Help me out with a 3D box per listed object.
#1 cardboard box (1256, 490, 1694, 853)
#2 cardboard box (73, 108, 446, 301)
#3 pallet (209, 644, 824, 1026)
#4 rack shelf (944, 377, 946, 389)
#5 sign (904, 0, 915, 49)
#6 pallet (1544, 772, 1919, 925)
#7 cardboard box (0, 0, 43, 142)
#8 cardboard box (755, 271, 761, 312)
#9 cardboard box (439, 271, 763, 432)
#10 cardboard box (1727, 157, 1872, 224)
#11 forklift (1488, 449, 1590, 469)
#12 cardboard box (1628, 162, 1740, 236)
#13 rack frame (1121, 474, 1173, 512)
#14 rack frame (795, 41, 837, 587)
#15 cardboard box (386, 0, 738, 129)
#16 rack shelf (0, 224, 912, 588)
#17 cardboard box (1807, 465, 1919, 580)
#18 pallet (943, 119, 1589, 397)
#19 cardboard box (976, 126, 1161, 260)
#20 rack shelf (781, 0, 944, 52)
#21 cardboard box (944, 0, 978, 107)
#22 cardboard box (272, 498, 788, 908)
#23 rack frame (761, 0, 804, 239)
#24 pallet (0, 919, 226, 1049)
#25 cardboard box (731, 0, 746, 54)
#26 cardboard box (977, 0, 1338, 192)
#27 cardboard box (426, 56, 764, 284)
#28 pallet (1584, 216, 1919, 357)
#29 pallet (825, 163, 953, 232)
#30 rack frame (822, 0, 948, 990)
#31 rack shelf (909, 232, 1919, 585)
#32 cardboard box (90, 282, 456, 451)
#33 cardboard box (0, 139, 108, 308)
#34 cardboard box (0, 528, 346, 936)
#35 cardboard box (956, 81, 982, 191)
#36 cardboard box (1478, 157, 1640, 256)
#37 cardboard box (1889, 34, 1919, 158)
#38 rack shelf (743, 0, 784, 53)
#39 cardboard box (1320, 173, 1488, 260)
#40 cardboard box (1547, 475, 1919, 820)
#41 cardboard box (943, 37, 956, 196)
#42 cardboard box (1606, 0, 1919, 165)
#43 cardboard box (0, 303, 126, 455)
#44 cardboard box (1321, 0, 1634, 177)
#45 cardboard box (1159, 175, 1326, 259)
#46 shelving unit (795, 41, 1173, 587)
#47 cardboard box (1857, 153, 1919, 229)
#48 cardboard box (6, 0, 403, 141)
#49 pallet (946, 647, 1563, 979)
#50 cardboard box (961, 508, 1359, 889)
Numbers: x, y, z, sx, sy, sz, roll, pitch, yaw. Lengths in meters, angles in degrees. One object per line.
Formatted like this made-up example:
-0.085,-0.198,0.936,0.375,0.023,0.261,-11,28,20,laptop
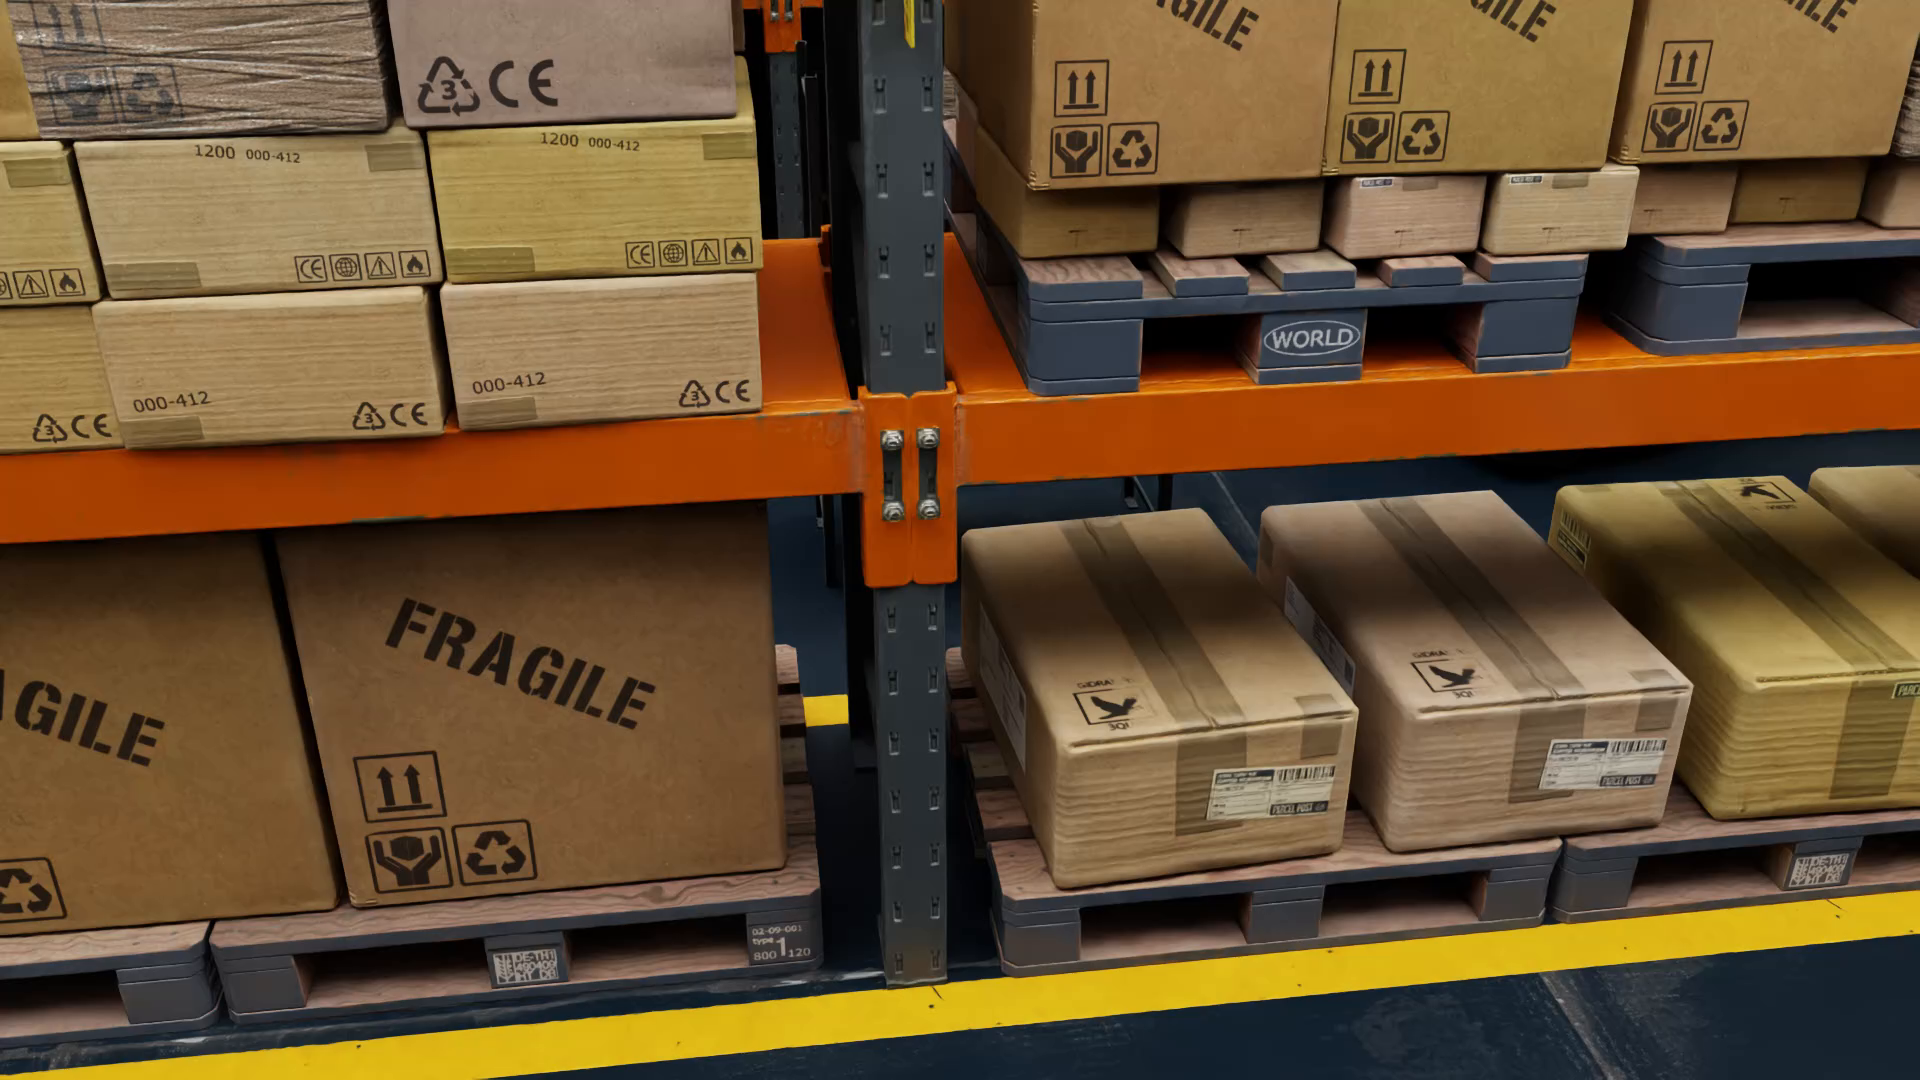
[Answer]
1.133,0.266,3.864,0.625,0.372,0.950,-4,27,-8,cardboard box
-1.109,-0.610,2.770,0.500,0.250,0.500,-4,27,-8,cardboard box
-0.949,0.622,3.806,1.213,0.211,1.003,-4,27,-7,pallet
0.084,-0.513,5.000,1.000,0.185,0.538,-4,27,-7,rack shelf
-0.077,-0.899,2.447,0.005,0.325,0.100,-4,27,-7,sign
1.822,0.481,4.081,1.213,0.211,1.003,-4,27,-7,pallet
-1.633,-0.908,2.528,0.500,0.500,0.500,-4,27,-7,cardboard box
-0.677,-0.650,3.396,0.500,0.250,0.500,-4,27,-8,cardboard box
-0.622,-0.418,2.943,0.500,0.250,0.500,-5,28,-9,cardboard box
1.529,-0.740,3.221,0.250,0.149,0.380,-3,27,-5,cardboard box
2.951,-2.009,5.955,3.031,2.935,1.130,-13,30,-24,forklift
1.255,-0.704,3.152,0.250,0.149,0.380,-2,27,-4,cardboard box
0.588,-0.705,4.981,0.032,1.500,0.500,-4,27,-7,rack frame
-0.419,-0.640,4.855,0.032,1.500,0.500,-4,27,-7,rack frame
-0.633,-0.972,2.655,0.500,0.500,0.500,-4,27,-9,cardboard box
-2.138,-0.187,3.117,4.000,0.370,1.077,-4,27,-7,rack shelf
2.573,0.175,4.041,0.625,0.372,0.950,-2,27,-4,cardboard box
0.533,-0.642,3.426,1.003,0.211,1.213,-4,27,-7,pallet
0.190,-0.646,3.038,0.250,0.149,0.380,-5,28,-10,cardboard box
1.128,-2.685,7.985,4.000,0.370,1.077,-4,27,-7,rack shelf
0.254,-1.153,3.315,0.500,0.500,0.500,-4,27,-9,cardboard box
-0.853,0.131,3.577,0.875,0.875,0.875,-4,27,-8,cardboard box
-0.853,-2.878,7.573,0.127,3.000,1.000,-4,27,-7,rack frame
-2.154,0.699,3.657,1.213,0.211,1.003,-4,27,-7,pallet
-0.680,-1.203,3.104,0.500,0.500,0.500,-5,28,-9,cardboard box
0.320,-0.922,2.866,0.500,0.500,0.500,-4,27,-9,cardboard box
-0.602,-0.644,2.837,0.500,0.250,0.500,-4,27,-7,cardboard box
1.797,-0.693,3.526,1.213,0.211,1.003,-4,27,-7,pallet
-0.032,-1.672,8.277,1.213,0.211,1.003,-4,27,-7,pallet
-0.158,-0.634,3.200,0.127,3.000,1.000,-4,27,-7,rack frame
1.823,-0.441,3.613,4.000,0.370,1.077,-4,27,-7,rack shelf
-1.126,-0.378,2.866,0.500,0.250,0.500,-3,27,-6,cardboard box
-1.613,-0.568,2.688,0.500,0.250,0.500,-4,27,-8,cardboard box
-1.737,0.185,3.470,0.875,0.875,0.875,-3,27,-6,cardboard box
0.134,-0.837,3.410,0.250,0.149,0.380,-3,27,-5,cardboard box
1.027,-0.653,3.053,0.250,0.149,0.380,-4,27,-7,cardboard box
1.857,-1.023,3.063,0.500,0.500,0.500,-5,28,-9,cardboard box
-2.833,-2.431,7.489,4.000,0.370,1.077,-4,27,-7,rack shelf
0.752,-0.645,3.037,0.250,0.149,0.380,-5,28,-10,cardboard box
1.885,0.220,3.953,0.625,0.372,0.950,-3,27,-5,cardboard box
-0.233,-2.042,8.085,0.625,0.625,0.875,-3,27,-5,cardboard box
1.360,-0.995,3.008,0.500,0.500,0.500,-3,27,-6,cardboard box
-1.627,-0.354,2.818,0.500,0.250,0.500,-4,27,-8,cardboard box
0.835,-0.958,2.937,0.500,0.500,0.500,-2,27,-4,cardboard box
0.475,-0.649,3.044,0.250,0.149,0.380,-5,28,-10,cardboard box
0.084,-0.673,4.918,1.048,1.500,0.538,-4,27,-7,shelving unit
1.797,-0.727,3.196,0.250,0.149,0.380,-3,27,-5,cardboard box
-1.140,-0.936,2.584,0.500,0.500,0.500,-3,27,-6,cardboard box
0.616,0.557,3.933,1.213,0.211,1.003,-4,27,-7,pallet
0.403,0.317,3.766,0.625,0.372,0.950,-5,28,-11,cardboard box
